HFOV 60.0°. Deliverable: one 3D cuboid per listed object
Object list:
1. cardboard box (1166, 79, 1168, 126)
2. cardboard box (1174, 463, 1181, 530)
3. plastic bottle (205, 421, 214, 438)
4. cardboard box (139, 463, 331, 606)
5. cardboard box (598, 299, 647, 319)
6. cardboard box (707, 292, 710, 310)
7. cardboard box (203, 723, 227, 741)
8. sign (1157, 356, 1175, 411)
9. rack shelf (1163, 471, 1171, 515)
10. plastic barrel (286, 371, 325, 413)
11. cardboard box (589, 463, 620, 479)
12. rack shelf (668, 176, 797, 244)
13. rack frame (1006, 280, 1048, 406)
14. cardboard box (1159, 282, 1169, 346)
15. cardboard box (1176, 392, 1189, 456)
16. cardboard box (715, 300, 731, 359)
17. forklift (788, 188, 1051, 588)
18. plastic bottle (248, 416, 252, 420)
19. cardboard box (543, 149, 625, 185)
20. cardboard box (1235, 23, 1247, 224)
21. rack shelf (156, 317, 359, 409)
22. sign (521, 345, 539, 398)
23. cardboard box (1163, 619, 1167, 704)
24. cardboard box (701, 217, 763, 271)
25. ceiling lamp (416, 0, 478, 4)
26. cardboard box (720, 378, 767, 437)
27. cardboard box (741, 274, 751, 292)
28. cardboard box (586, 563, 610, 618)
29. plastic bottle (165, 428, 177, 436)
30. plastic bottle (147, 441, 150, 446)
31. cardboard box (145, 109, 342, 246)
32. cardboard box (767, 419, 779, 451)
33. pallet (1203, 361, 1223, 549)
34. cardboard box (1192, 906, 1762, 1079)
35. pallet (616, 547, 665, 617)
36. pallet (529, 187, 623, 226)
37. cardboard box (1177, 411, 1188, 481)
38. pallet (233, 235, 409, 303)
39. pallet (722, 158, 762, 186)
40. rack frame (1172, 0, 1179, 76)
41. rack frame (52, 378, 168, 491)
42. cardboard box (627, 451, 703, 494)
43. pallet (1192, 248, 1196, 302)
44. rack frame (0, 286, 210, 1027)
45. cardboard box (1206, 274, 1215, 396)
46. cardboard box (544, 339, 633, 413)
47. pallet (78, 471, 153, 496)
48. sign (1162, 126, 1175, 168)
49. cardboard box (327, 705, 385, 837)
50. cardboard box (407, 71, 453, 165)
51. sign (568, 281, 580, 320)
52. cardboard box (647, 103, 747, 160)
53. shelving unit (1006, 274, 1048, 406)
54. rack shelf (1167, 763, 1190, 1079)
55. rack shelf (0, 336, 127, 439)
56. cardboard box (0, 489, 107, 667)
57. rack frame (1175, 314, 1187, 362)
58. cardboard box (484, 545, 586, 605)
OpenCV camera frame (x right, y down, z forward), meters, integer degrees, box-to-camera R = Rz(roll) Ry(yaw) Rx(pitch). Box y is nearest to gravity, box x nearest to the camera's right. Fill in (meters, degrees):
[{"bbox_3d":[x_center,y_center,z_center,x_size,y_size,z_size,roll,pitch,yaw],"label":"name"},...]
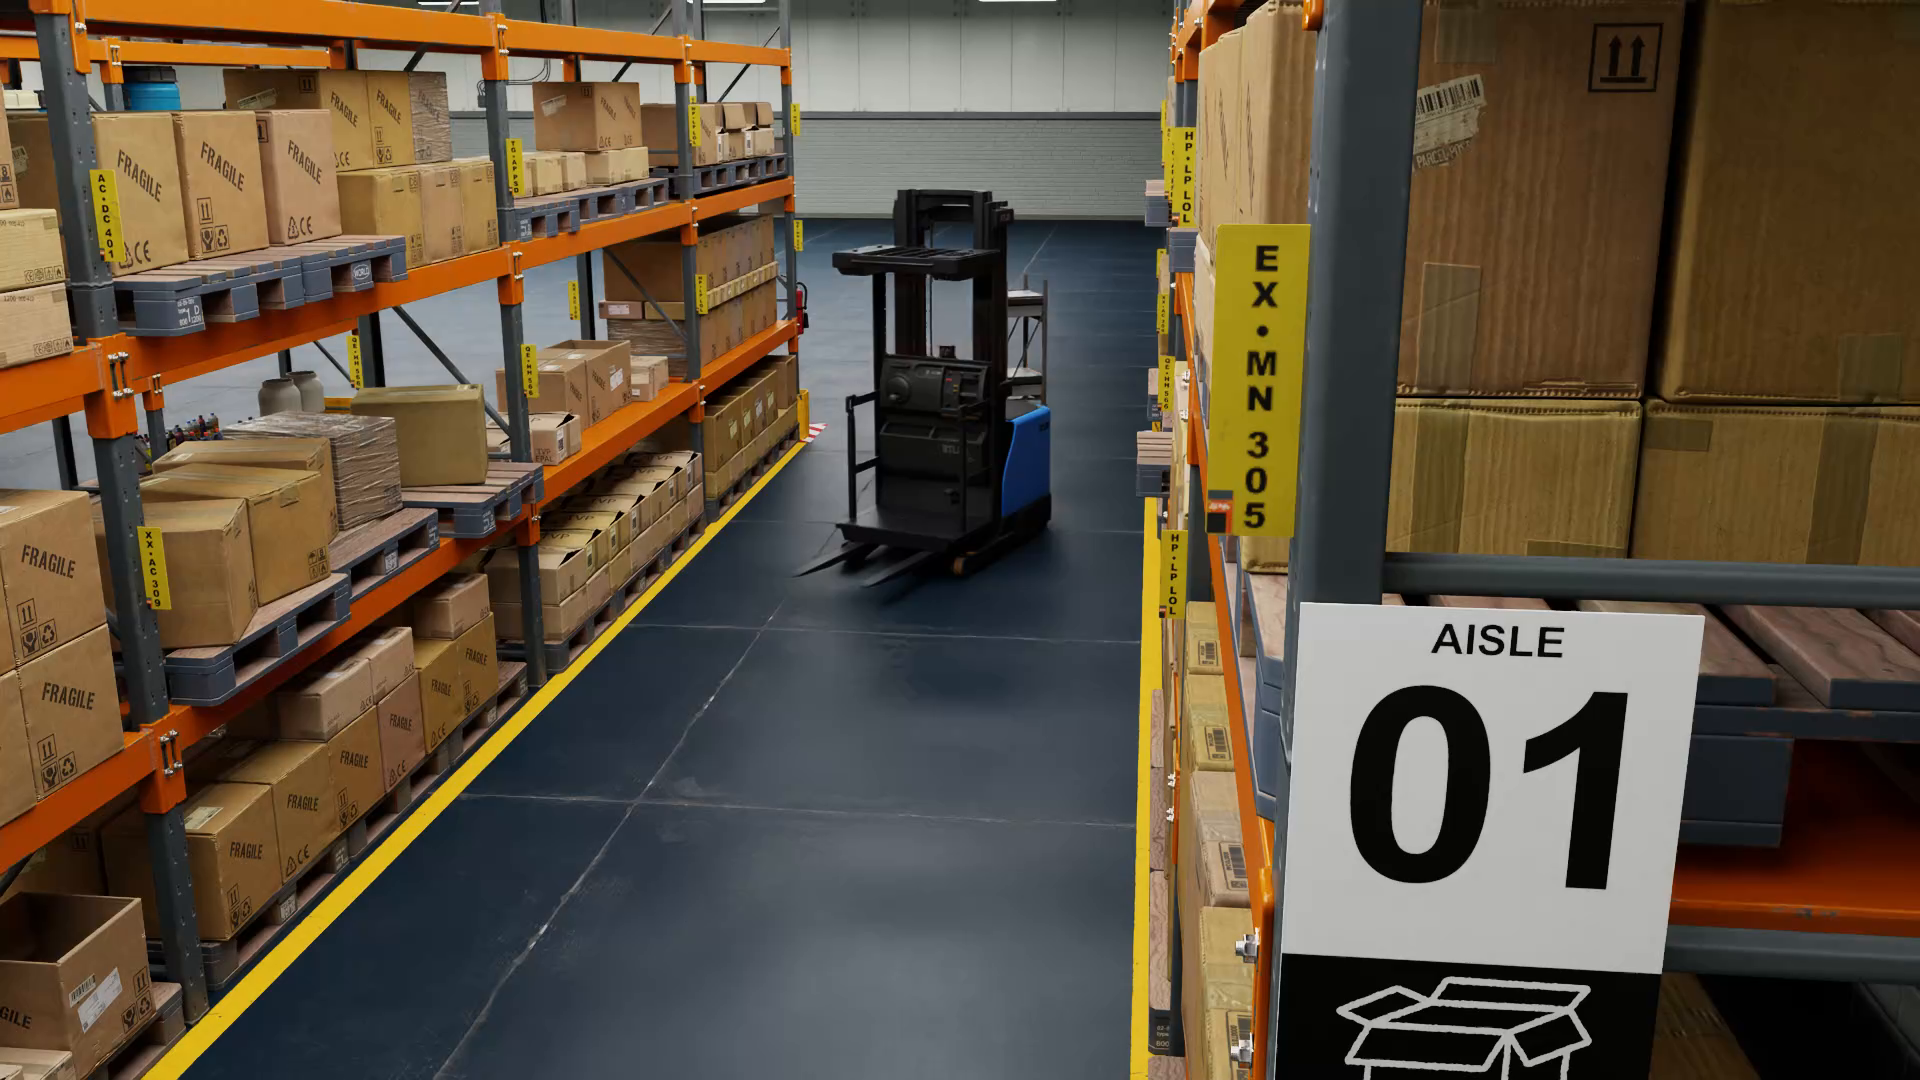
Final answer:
[{"bbox_3d":[2.262,-4.222,16.137,0.500,0.500,0.500,2,15,6],"label":"cardboard box"},{"bbox_3d":[1.265,-0.063,7.850,0.500,0.500,0.500,2,15,8],"label":"cardboard box"},{"bbox_3d":[-7.716,-1.120,17.076,0.097,0.201,0.097,0,15,0],"label":"plastic bottle"},{"bbox_3d":[-3.333,-0.035,7.548,0.700,0.500,0.500,4,16,15],"label":"cardboard box"},{"bbox_3d":[-2.902,-2.000,14.380,0.380,0.149,0.250,2,15,6],"label":"cardboard box"},{"bbox_3d":[-2.442,-2.120,14.821,0.380,0.149,0.250,1,15,5],"label":"cardboard box"},{"bbox_3d":[-3.731,1.112,8.247,0.500,0.500,0.500,2,15,7],"label":"cardboard box"},{"bbox_3d":[1.211,-0.914,9.730,0.100,0.325,0.005,2,15,6],"label":"sign"},{"bbox_3d":[1.977,-0.551,11.833,1.077,0.370,4.000,2,15,6],"label":"rack shelf"},{"bbox_3d":[-7.188,-1.575,18.203,0.421,0.512,0.421,0,15,0],"label":"plastic barrel"},{"bbox_3d":[-3.076,-0.479,13.575,0.500,0.311,0.500,2,15,6],"label":"cardboard box"},{"bbox_3d":[-2.494,-3.182,15.814,1.077,0.370,4.000,2,15,6],"label":"rack shelf"},{"bbox_3d":[0.570,-1.236,14.707,0.400,2.100,0.015,-5,16,-18],"label":"rack frame"},{"bbox_3d":[1.999,-1.978,14.543,0.500,0.500,0.500,2,15,6],"label":"cardboard box"},{"bbox_3d":[1.331,-0.564,8.265,0.500,0.250,0.500,2,15,7],"label":"cardboard box"},{"bbox_3d":[-2.563,-1.993,15.594,0.700,0.500,0.500,2,15,7],"label":"cardboard box"},{"bbox_3d":[-0.307,-1.252,13.177,1.130,2.935,3.031,7,17,25],"label":"forklift"},{"bbox_3d":[-7.048,-1.047,16.521,0.144,0.351,0.185,2,15,9],"label":"plastic bottle"},{"bbox_3d":[-2.858,-2.839,12.649,0.500,0.250,0.500,0,15,1],"label":"cardboard box"},{"bbox_3d":[0.727,-0.621,2.820,0.500,0.500,0.500,2,15,8],"label":"cardboard box"},{"bbox_3d":[-7.416,-1.881,16.748,1.077,0.370,4.000,2,15,6],"label":"rack shelf"},{"bbox_3d":[-2.631,-1.032,10.166,0.100,0.325,0.005,2,15,6],"label":"sign"},{"bbox_3d":[1.538,0.642,9.355,0.750,0.750,0.750,1,15,6],"label":"cardboard box"},{"bbox_3d":[-2.394,-3.003,16.845,0.700,0.500,0.500,1,15,5],"label":"cardboard box"},{"bbox_3d":[-12.853,-15.310,42.361,2.000,3.185,0.800,2,15,6],"label":"ceiling lamp"},{"bbox_3d":[-2.190,-1.300,16.249,0.500,0.500,0.500,2,15,6],"label":"cardboard box"},{"bbox_3d":[-2.267,-2.521,16.303,0.380,0.149,0.250,2,15,8],"label":"cardboard box"},{"bbox_3d":[-2.765,0.342,11.613,0.500,0.250,0.500,1,15,5],"label":"cardboard box"},{"bbox_3d":[-7.775,-0.958,16.333,0.152,0.276,0.135,2,15,7],"label":"plastic bottle"},{"bbox_3d":[-7.683,-0.834,15.876,0.152,0.276,0.135,2,15,6],"label":"plastic bottle"},{"bbox_3d":[-3.345,-1.709,7.802,0.600,0.600,0.600,1,15,4],"label":"cardboard box"},{"bbox_3d":[-2.135,-1.068,16.827,0.500,0.250,0.500,2,15,6],"label":"cardboard box"},{"bbox_3d":[1.057,-0.220,3.653,1.003,0.211,1.213,2,15,6],"label":"pallet"},{"bbox_3d":[0.967,1.229,3.297,0.980,0.700,0.700,2,15,6],"label":"cardboard box"},{"bbox_3d":[-2.900,0.293,12.673,1.003,0.211,1.213,2,15,6],"label":"pallet"},{"bbox_3d":[-3.060,-2.350,11.723,1.003,0.211,1.213,2,15,9],"label":"pallet"},{"bbox_3d":[1.280,-0.431,7.775,0.500,0.250,0.500,1,15,5],"label":"cardboard box"},{"bbox_3d":[-3.366,-1.281,7.766,1.213,0.211,1.003,2,15,6],"label":"pallet"},{"bbox_3d":[-2.509,-3.505,15.801,1.003,0.211,1.213,2,15,6],"label":"pallet"},{"bbox_3d":[2.654,-5.351,16.711,1.000,3.000,0.127,2,15,6],"label":"rack frame"},{"bbox_3d":[-7.641,-1.709,14.736,1.000,3.000,0.127,2,15,6],"label":"rack frame"},{"bbox_3d":[-2.481,-0.595,14.004,0.500,0.311,0.500,2,15,6],"label":"cardboard box"},{"bbox_3d":[1.608,-1.278,7.757,1.003,0.211,1.213,2,15,9],"label":"pallet"},{"bbox_3d":[-3.623,0.513,6.520,1.000,3.000,0.127,2,15,6],"label":"rack frame"},{"bbox_3d":[0.779,-0.400,3.438,0.500,0.250,0.500,1,15,5],"label":"cardboard box"},{"bbox_3d":[-2.882,-1.275,12.940,0.500,0.500,0.500,3,15,10],"label":"cardboard box"},{"bbox_3d":[-7.524,-0.536,15.740,1.003,0.211,1.213,2,15,6],"label":"pallet"},{"bbox_3d":[1.662,-3.129,13.250,0.100,0.325,0.005,2,15,6],"label":"sign"},{"bbox_3d":[-3.213,1.121,8.217,0.500,0.500,0.500,2,15,7],"label":"cardboard box"},{"bbox_3d":[-3.227,-2.391,9.404,0.500,0.500,0.500,2,15,6],"label":"cardboard box"},{"bbox_3d":[-3.272,-2.034,14.129,0.100,0.325,0.005,2,15,6],"label":"sign"},{"bbox_3d":[-2.409,-3.754,15.281,0.797,0.503,0.637,3,16,12],"label":"cardboard box"},{"bbox_3d":[0.494,-1.296,14.931,0.431,2.100,0.503,-5,16,-18],"label":"shelving unit"},{"bbox_3d":[1.074,1.524,4.159,1.077,0.370,4.000,2,15,6],"label":"rack shelf"},{"bbox_3d":[-3.848,-0.069,4.304,1.077,0.370,4.000,2,15,6],"label":"rack shelf"},{"bbox_3d":[-3.423,0.120,5.863,0.500,0.500,0.500,2,15,7],"label":"cardboard box"},{"bbox_3d":[1.751,-0.380,9.820,1.000,3.000,0.127,2,15,6],"label":"rack frame"},{"bbox_3d":[-2.821,0.202,11.058,0.500,0.311,0.500,2,15,8],"label":"cardboard box"}]
